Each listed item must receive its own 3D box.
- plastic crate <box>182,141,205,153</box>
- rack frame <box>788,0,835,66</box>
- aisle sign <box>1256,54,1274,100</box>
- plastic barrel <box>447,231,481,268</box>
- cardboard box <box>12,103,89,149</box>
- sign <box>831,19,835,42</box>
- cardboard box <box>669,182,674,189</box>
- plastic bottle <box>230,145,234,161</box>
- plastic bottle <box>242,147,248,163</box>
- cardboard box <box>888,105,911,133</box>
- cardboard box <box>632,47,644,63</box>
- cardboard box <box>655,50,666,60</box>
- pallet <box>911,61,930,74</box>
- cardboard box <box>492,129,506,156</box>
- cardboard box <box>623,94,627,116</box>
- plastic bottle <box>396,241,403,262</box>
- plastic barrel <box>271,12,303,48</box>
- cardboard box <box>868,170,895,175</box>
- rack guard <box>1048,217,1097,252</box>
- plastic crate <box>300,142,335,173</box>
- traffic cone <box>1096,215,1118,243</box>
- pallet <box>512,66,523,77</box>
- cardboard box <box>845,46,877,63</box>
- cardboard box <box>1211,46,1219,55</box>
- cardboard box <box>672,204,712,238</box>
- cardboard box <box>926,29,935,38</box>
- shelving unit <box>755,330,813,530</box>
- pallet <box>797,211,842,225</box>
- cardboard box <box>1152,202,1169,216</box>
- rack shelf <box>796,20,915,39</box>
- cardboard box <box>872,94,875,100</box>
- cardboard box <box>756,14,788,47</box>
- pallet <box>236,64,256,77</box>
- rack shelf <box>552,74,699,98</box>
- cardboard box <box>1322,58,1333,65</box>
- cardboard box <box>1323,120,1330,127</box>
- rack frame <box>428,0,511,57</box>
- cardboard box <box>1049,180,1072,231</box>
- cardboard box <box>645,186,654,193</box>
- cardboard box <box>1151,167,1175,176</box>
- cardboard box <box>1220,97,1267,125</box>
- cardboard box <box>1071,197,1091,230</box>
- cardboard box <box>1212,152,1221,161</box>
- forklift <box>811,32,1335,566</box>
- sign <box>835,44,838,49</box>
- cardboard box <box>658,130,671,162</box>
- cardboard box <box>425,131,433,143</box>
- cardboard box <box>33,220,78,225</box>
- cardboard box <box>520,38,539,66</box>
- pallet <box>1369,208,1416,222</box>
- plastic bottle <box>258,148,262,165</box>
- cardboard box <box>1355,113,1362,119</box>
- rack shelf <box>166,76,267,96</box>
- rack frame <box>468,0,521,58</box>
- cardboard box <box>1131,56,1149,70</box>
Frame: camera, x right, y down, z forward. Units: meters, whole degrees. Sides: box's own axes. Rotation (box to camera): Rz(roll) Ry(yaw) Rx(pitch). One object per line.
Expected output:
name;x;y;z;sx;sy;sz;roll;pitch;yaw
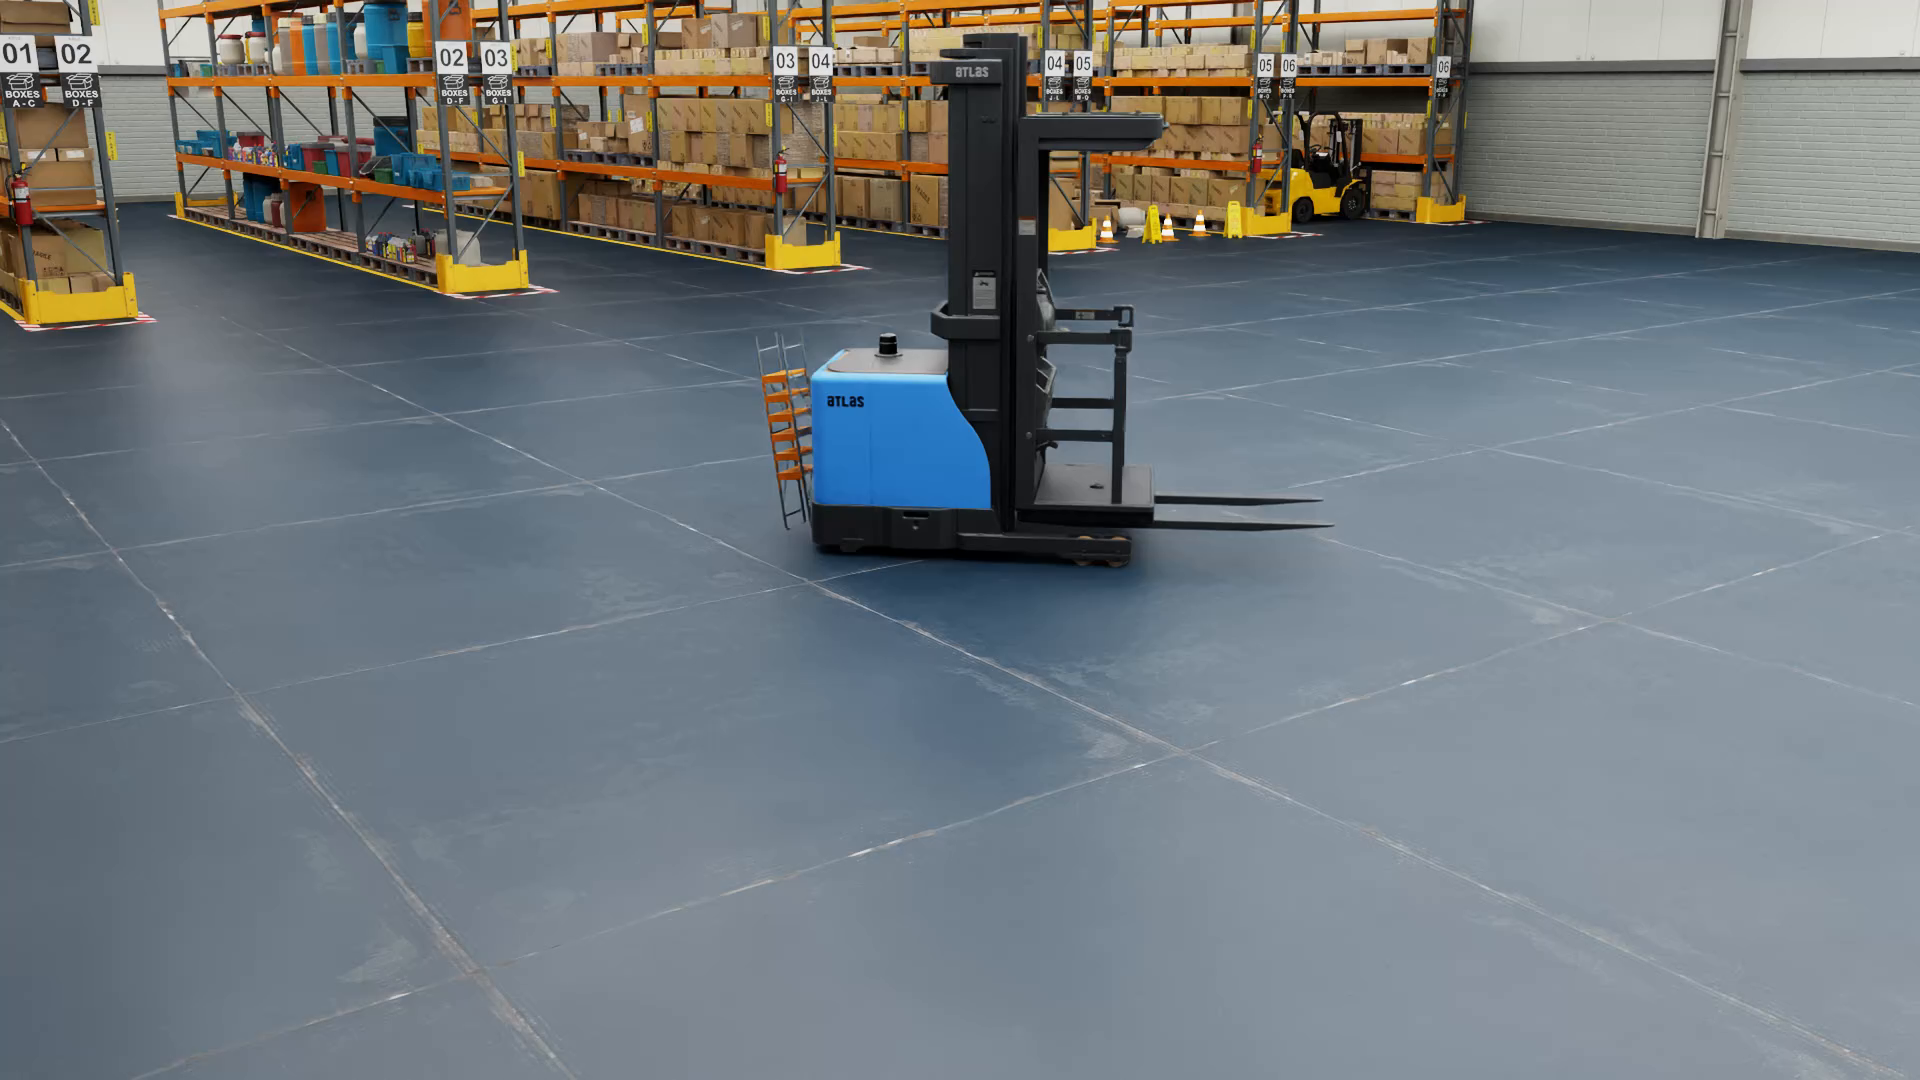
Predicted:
plastic crate;-15.481;-7.942;33.616;0.416;0.233;0.300;-11;19;-35
rack frame;-2.966;-10.941;33.005;1.000;3.000;0.127;-11;19;-35
aisle sign;5.484;-8.325;29.885;0.394;0.787;0.004;-11;19;-35
plastic barrel;-6.789;-3.953;22.755;0.421;0.512;0.421;0;15;0
cardboard box;-10.644;-4.841;19.434;0.700;0.500;0.500;-11;19;-34
sign;-1.895;-7.543;24.618;0.100;0.325;0.005;-11;19;-35
cardboard box;-6.476;-8.181;38.327;0.380;0.149;0.250;-12;19;-37
plastic bottle;-13.447;-7.155;30.758;0.061;0.283;0.133;-11;19;-35
plastic bottle;-12.887;-6.969;30.091;0.152;0.276;0.135;-11;19;-35
cardboard box;-0.911;-7.829;30.915;0.700;0.500;0.500;-11;19;-35
cardboard box;-5.319;-8.215;28.185;0.396;0.266;0.258;-10;18;-33
cardboard box;-4.744;-7.895;27.085;0.380;0.149;0.250;-12;19;-36
pallet;-0.141;-8.421;29.647;1.003;0.211;1.213;-11;19;-35
cardboard box;-9.025;-7.957;33.278;0.500;0.500;0.500;-11;19;-34
cardboard box;-7.620;-10.293;39.353;0.500;0.500;0.500;-11;19;-35
plastic bottle;-7.982;-4.132;23.818;0.152;0.276;0.135;-11;19;-36
plastic barrel;-11.375;-8.509;28.190;0.600;0.830;0.708;-11;19;-35
cardboard box;-1.655;-8.809;40.637;0.875;0.438;0.875;-11;19;-35
rack guard;1.752;-5.128;27.866;1.175;0.500;0.348;-11;19;-35
plastic crate;-10.341;-6.169;26.811;0.402;0.464;0.583;-11;19;-35
traffic cone;2.574;-5.449;29.110;0.336;0.463;0.334;-11;19;-35
pallet;-8.119;-9.022;32.035;1.003;0.211;1.213;-10;18;-32
cardboard box;-1.822;-9.188;31.466;0.500;0.311;0.500;-12;19;-37
cardboard box;4.852;-9.041;30.708;0.380;0.149;0.250;-11;19;-34
cardboard box;-4.483;-5.350;27.882;0.500;0.500;0.500;-12;19;-36
cardboard box;-0.375;-8.915;29.266;0.380;0.149;0.250;-11;19;-35
shelving unit;-1.025;-0.674;10.236;0.189;1.200;0.258;-2;13;28
pallet;-2.563;-6.522;33.507;1.003;0.211;1.213;-11;19;-35
cardboard box;4.096;-6.467;32.434;0.500;0.250;0.500;-11;19;-35
rack shelf;-2.549;-12.472;40.720;1.077;0.370;4.000;-11;19;-35
cardboard box;-1.879;-10.624;39.900;0.380;0.149;0.250;-10;18;-33
cardboard box;-2.988;-7.829;25.618;0.500;0.500;0.500;-11;19;-35
pallet;-12.186;-8.346;29.564;1.003;0.211;1.213;-11;19;-35
rack shelf;-5.861;-7.972;29.201;1.077;0.370;4.000;-11;19;-35
cardboard box;7.814;-10.024;34.826;0.380;0.149;0.250;-10;18;-33
cardboard box;7.885;-8.780;35.054;0.380;0.149;0.250;-11;19;-35
rack frame;-6.340;-7.716;21.220;1.000;3.000;0.127;-11;19;-35
cardboard box;1.286;-5.651;28.272;0.875;0.875;0.875;-11;19;-34
cardboard box;-7.187;-8.255;39.159;0.380;0.149;0.250;-11;19;-34
cardboard box;3.948;-7.164;32.332;0.380;0.149;0.250;-10;18;-31
cardboard box;5.206;-7.878;30.531;0.700;0.500;0.500;-11;19;-36
cardboard box;2.045;-6.171;31.412;0.797;0.637;0.503;-11;19;-35
cardboard box;4.917;-7.149;30.992;0.380;0.149;0.250;-11;19;-35
forklift;0.681;-1.413;9.686;3.031;2.935;1.130;2;15;6
sign;-2.512;-9.866;33.630;0.100;0.325;0.005;-11;19;-35
cardboard box;-4.471;-6.531;27.503;0.875;0.500;0.500;-11;19;-35
cardboard box;-11.366;-8.824;36.355;0.500;0.250;0.500;-11;19;-35
cardboard box;-11.670;-3.866;21.513;0.500;0.500;0.500;-11;19;-35
cardboard box;-8.033;-9.286;31.657;0.500;0.500;0.500;-10;18;-32
pallet;9.212;-6.712;34.200;1.003;0.211;1.213;-11;19;-35
plastic bottle;-12.299;-6.738;29.234;0.061;0.283;0.133;-11;19;-35
cardboard box;8.408;-8.775;34.474;0.380;0.149;0.250;-11;19;-34
rack shelf;-14.571;-8.911;32.634;1.077;0.370;4.000;-11;19;-35
rack frame;-9.389;-11.047;33.391;1.000;3.000;0.127;-11;19;-35
cardboard box;3.679;-9.256;32.251;0.500;0.250;0.500;-11;19;-35
